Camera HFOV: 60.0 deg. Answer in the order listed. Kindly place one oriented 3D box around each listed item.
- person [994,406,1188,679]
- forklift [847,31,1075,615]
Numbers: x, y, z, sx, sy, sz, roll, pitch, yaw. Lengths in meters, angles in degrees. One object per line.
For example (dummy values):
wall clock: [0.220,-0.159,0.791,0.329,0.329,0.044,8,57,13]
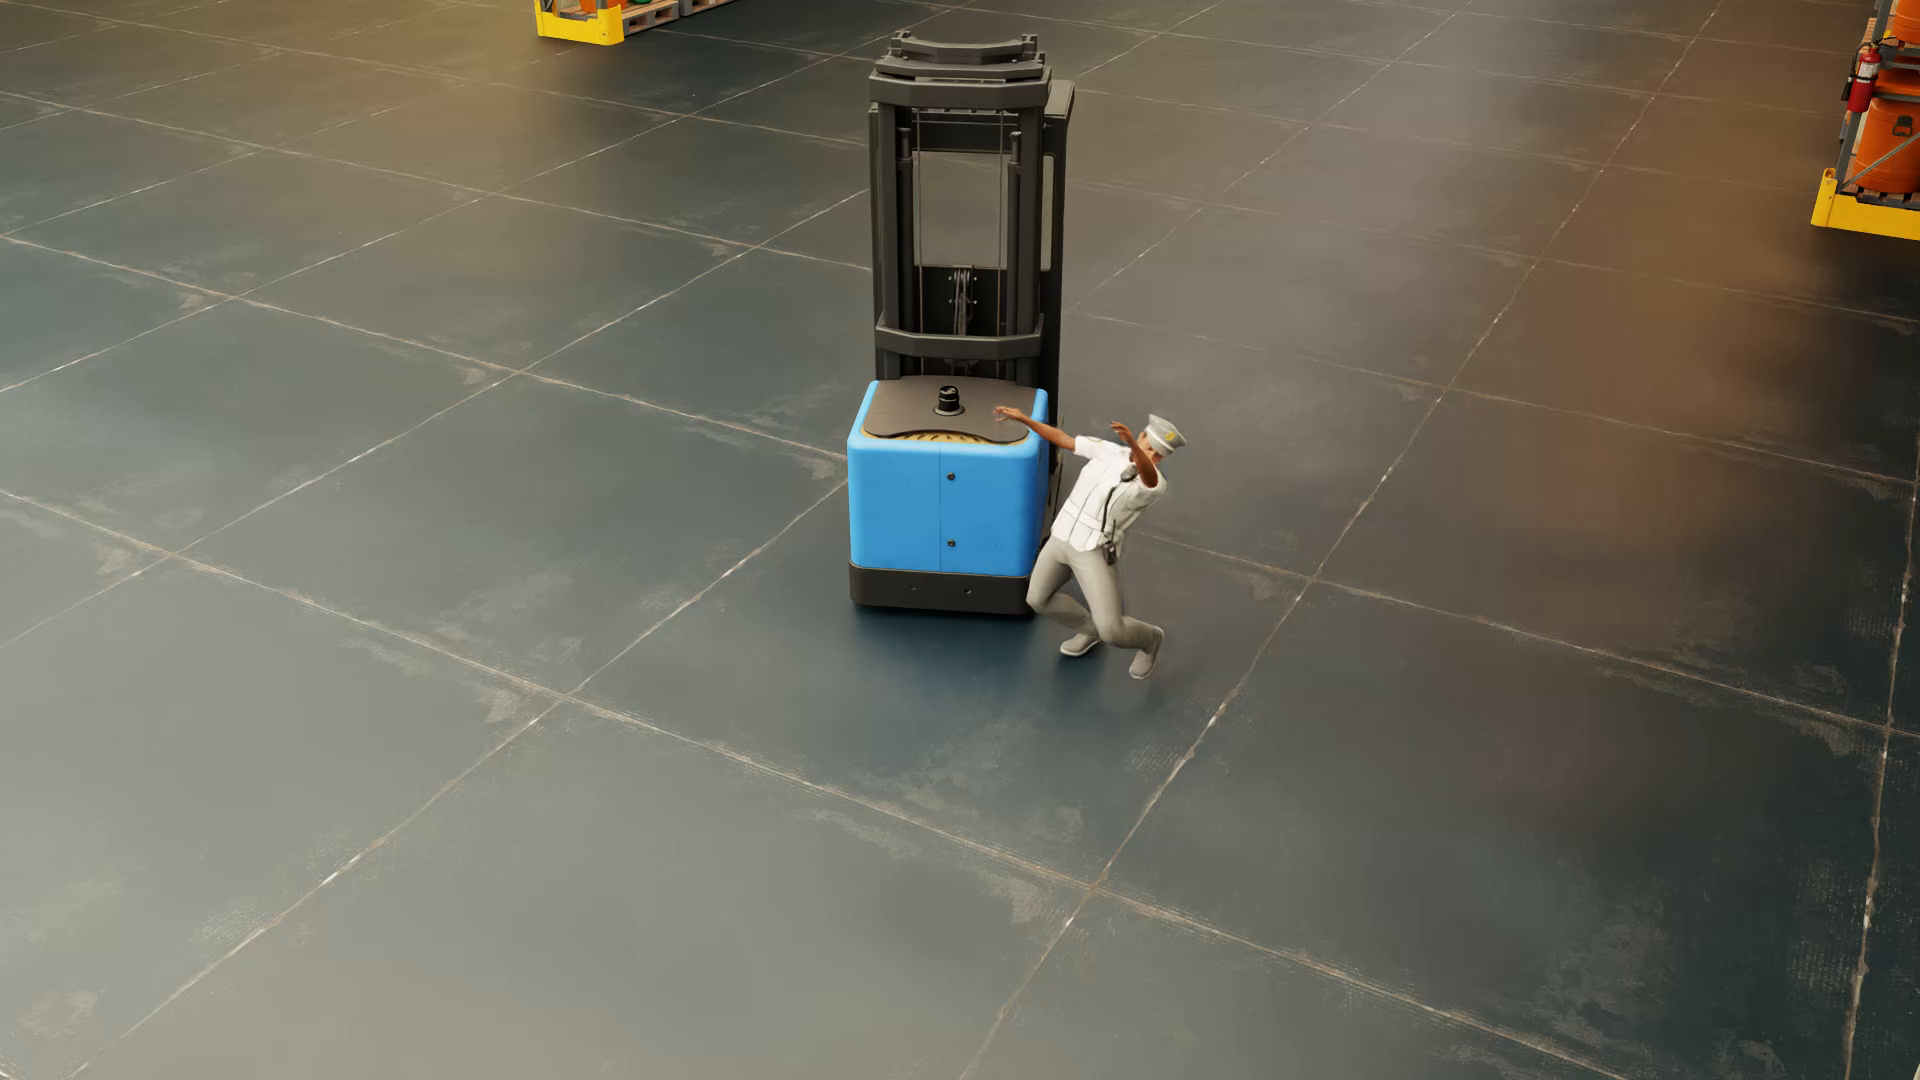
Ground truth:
person: [0.698,-0.098,8.574,0.688,1.575,0.941,-24,38,-35]
forklift: [0.072,-1.572,9.794,1.130,2.935,3.031,3,30,6]
